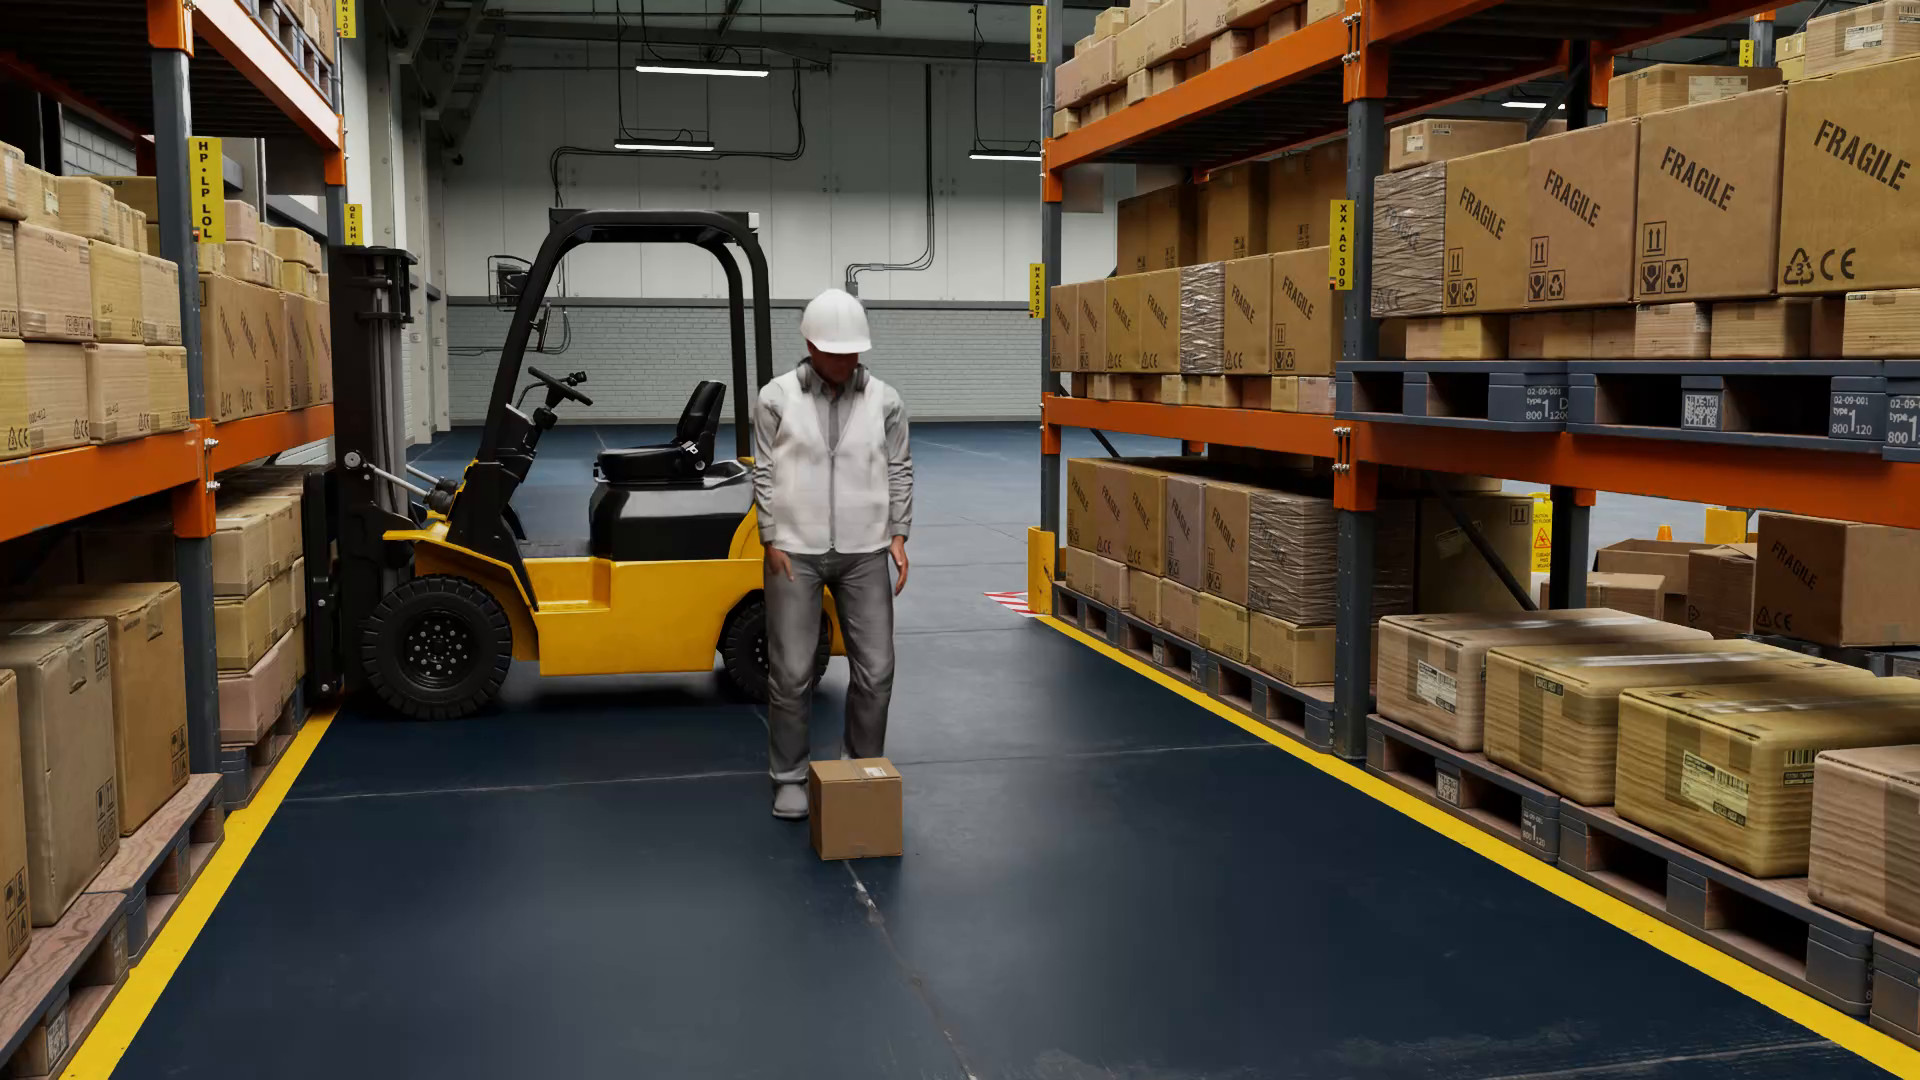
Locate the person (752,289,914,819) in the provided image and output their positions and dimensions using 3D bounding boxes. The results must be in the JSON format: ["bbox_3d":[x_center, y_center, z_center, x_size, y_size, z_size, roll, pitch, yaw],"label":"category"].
[{"bbox_3d":[-0.418,0.045,5.565,0.546,1.751,0.413,-1,6,-12],"label":"person"}]
